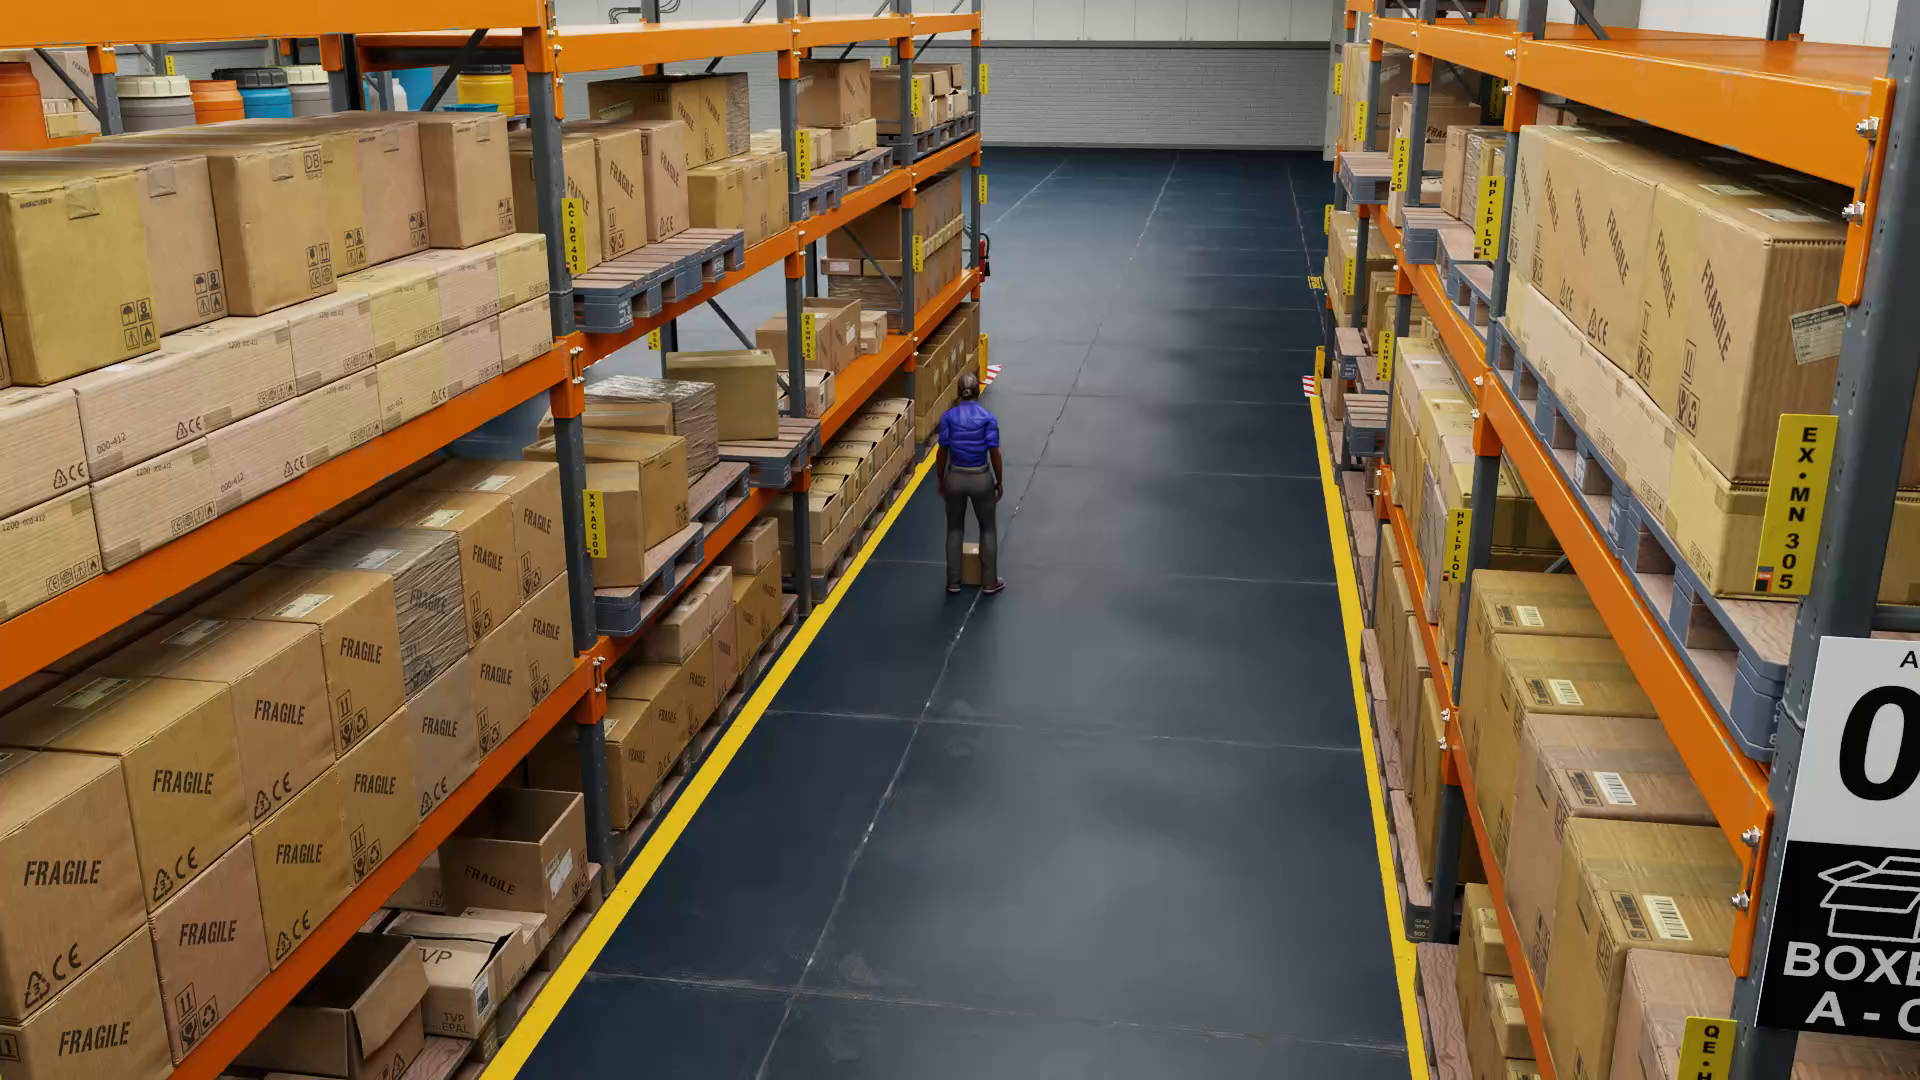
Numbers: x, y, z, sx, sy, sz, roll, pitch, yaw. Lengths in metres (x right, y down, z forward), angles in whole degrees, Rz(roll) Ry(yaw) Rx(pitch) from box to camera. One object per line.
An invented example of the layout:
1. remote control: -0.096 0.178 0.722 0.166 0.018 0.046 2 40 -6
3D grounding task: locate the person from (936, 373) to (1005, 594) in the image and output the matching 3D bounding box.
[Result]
1. person: 0.078 -0.414 12.335 0.506 1.655 0.351 3 18 9
